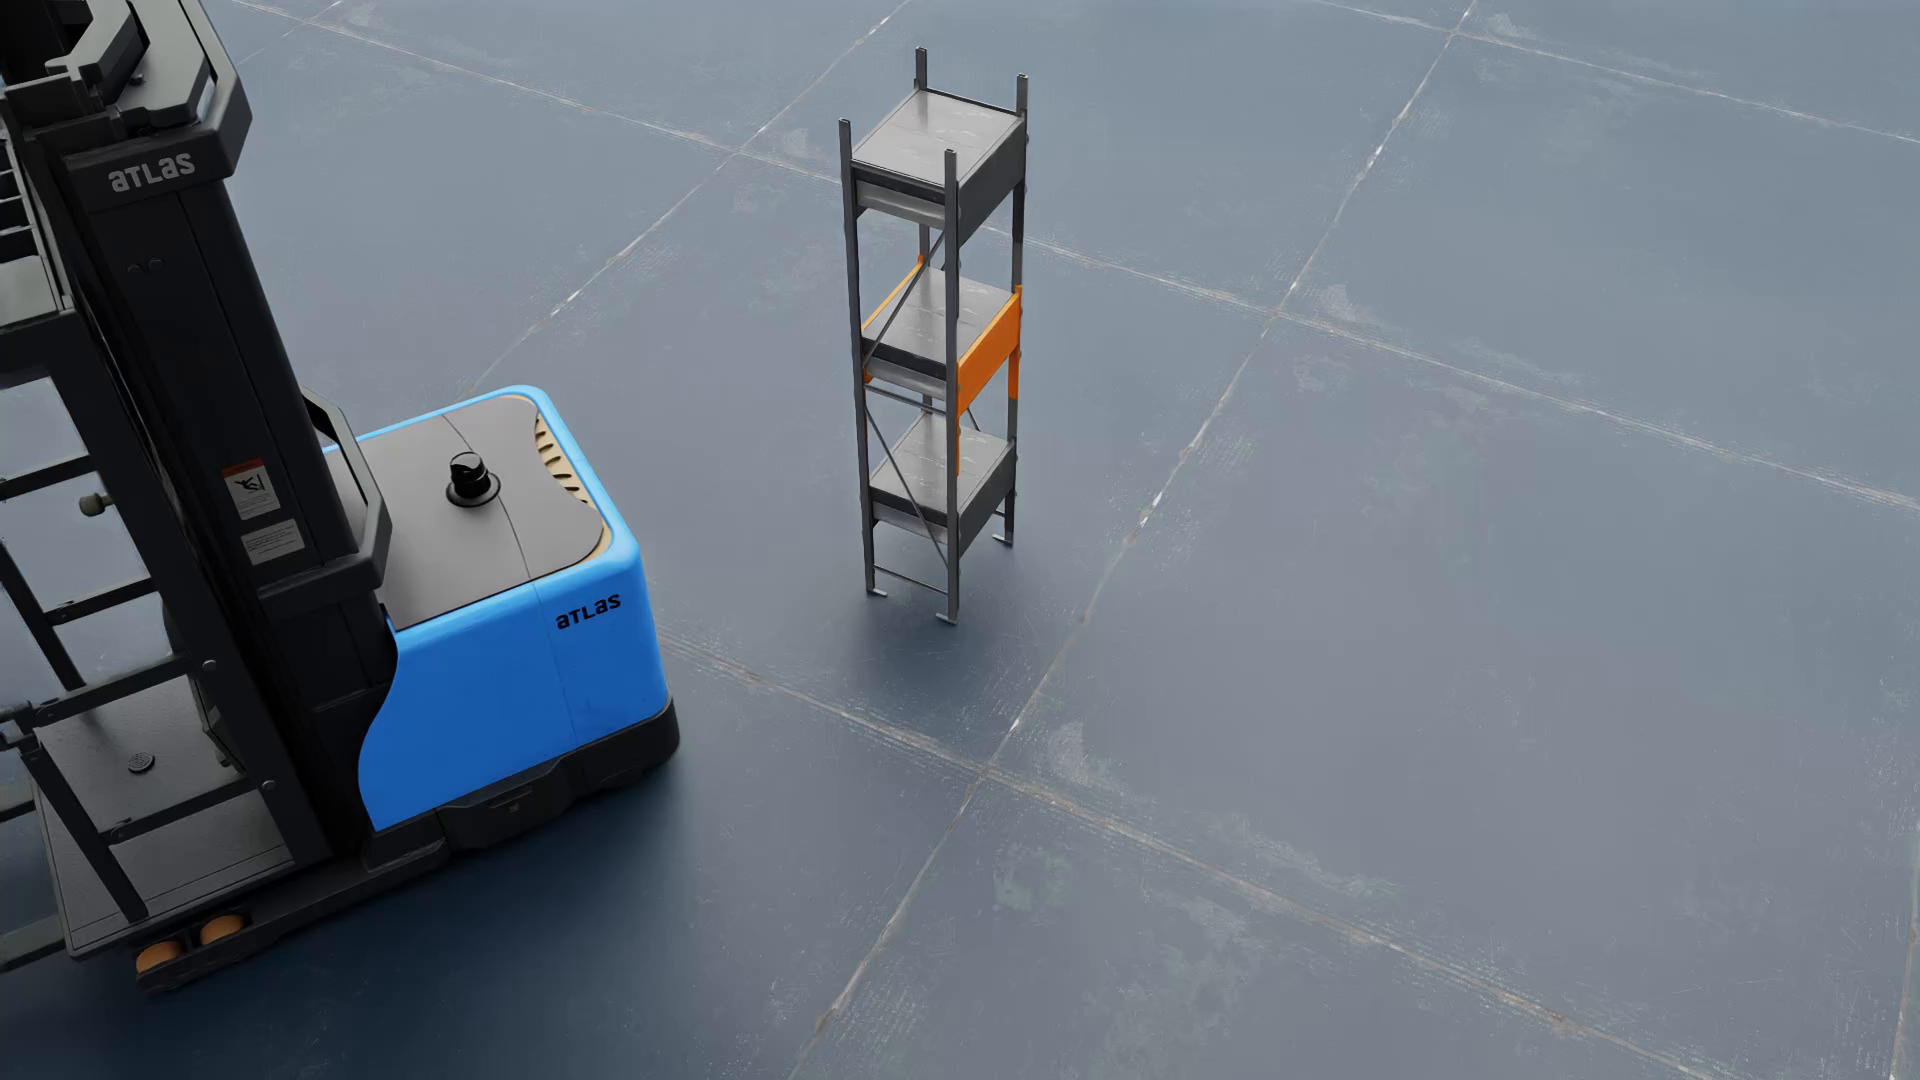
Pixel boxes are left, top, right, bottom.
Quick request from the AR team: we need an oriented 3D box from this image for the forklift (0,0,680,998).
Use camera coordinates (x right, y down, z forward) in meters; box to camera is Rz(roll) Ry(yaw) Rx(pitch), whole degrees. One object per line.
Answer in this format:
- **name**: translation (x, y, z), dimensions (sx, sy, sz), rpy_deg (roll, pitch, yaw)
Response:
- **forklift**: translation (-2.536, -0.022, 4.711), dimensions (3.031, 2.935, 1.130), rpy_deg (-22, 49, -20)

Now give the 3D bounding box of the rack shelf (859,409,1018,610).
- **rack shelf**: translation (-0.077, -0.132, 6.408), dimensions (0.431, 0.518, 0.480), rpy_deg (20, 49, 19)

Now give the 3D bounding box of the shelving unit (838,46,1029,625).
- **shelving unit**: translation (-0.077, -0.634, 5.900), dimensions (0.431, 2.100, 0.503), rpy_deg (20, 49, 19)

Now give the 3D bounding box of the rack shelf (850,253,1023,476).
- **rack shelf**: translation (-0.077, -0.624, 5.910), dimensions (0.431, 0.518, 0.480), rpy_deg (20, 49, 19)

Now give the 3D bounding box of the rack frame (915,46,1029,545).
- **rack frame**: translation (0.036, -0.788, 6.052), dimensions (0.400, 2.100, 0.015), rpy_deg (20, 49, 19)

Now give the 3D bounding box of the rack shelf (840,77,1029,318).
- **rack shelf**: translation (-0.077, -1.116, 5.412), dimensions (0.431, 0.518, 0.480), rpy_deg (20, 49, 19)

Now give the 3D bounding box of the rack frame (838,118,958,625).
- **rack frame**: translation (-0.190, -0.480, 5.748), dimensions (0.400, 2.100, 0.015), rpy_deg (20, 49, 19)
